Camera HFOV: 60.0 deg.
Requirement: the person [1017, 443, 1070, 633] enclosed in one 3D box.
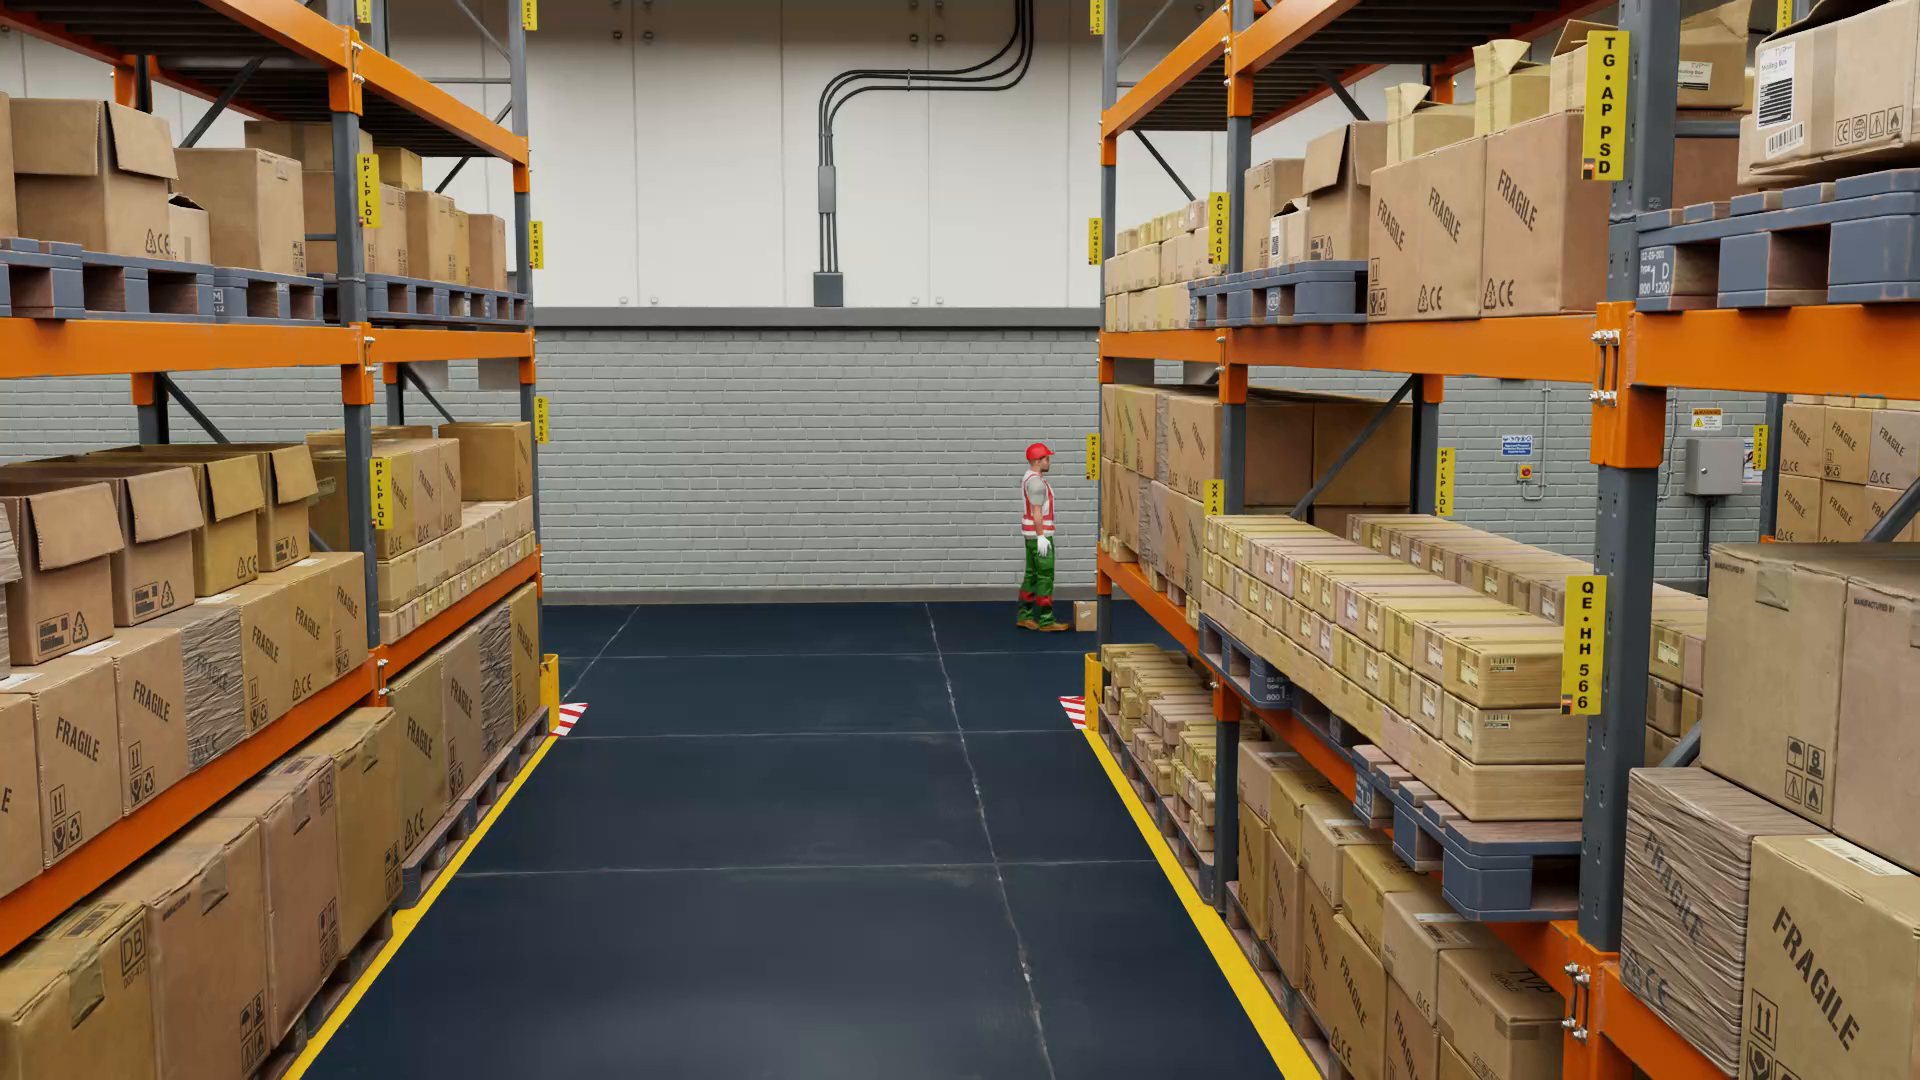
[{"bbox_3d":[0.800,-0.023,15.863,0.485,1.802,0.540,-1,7,-4],"label":"person"}]
